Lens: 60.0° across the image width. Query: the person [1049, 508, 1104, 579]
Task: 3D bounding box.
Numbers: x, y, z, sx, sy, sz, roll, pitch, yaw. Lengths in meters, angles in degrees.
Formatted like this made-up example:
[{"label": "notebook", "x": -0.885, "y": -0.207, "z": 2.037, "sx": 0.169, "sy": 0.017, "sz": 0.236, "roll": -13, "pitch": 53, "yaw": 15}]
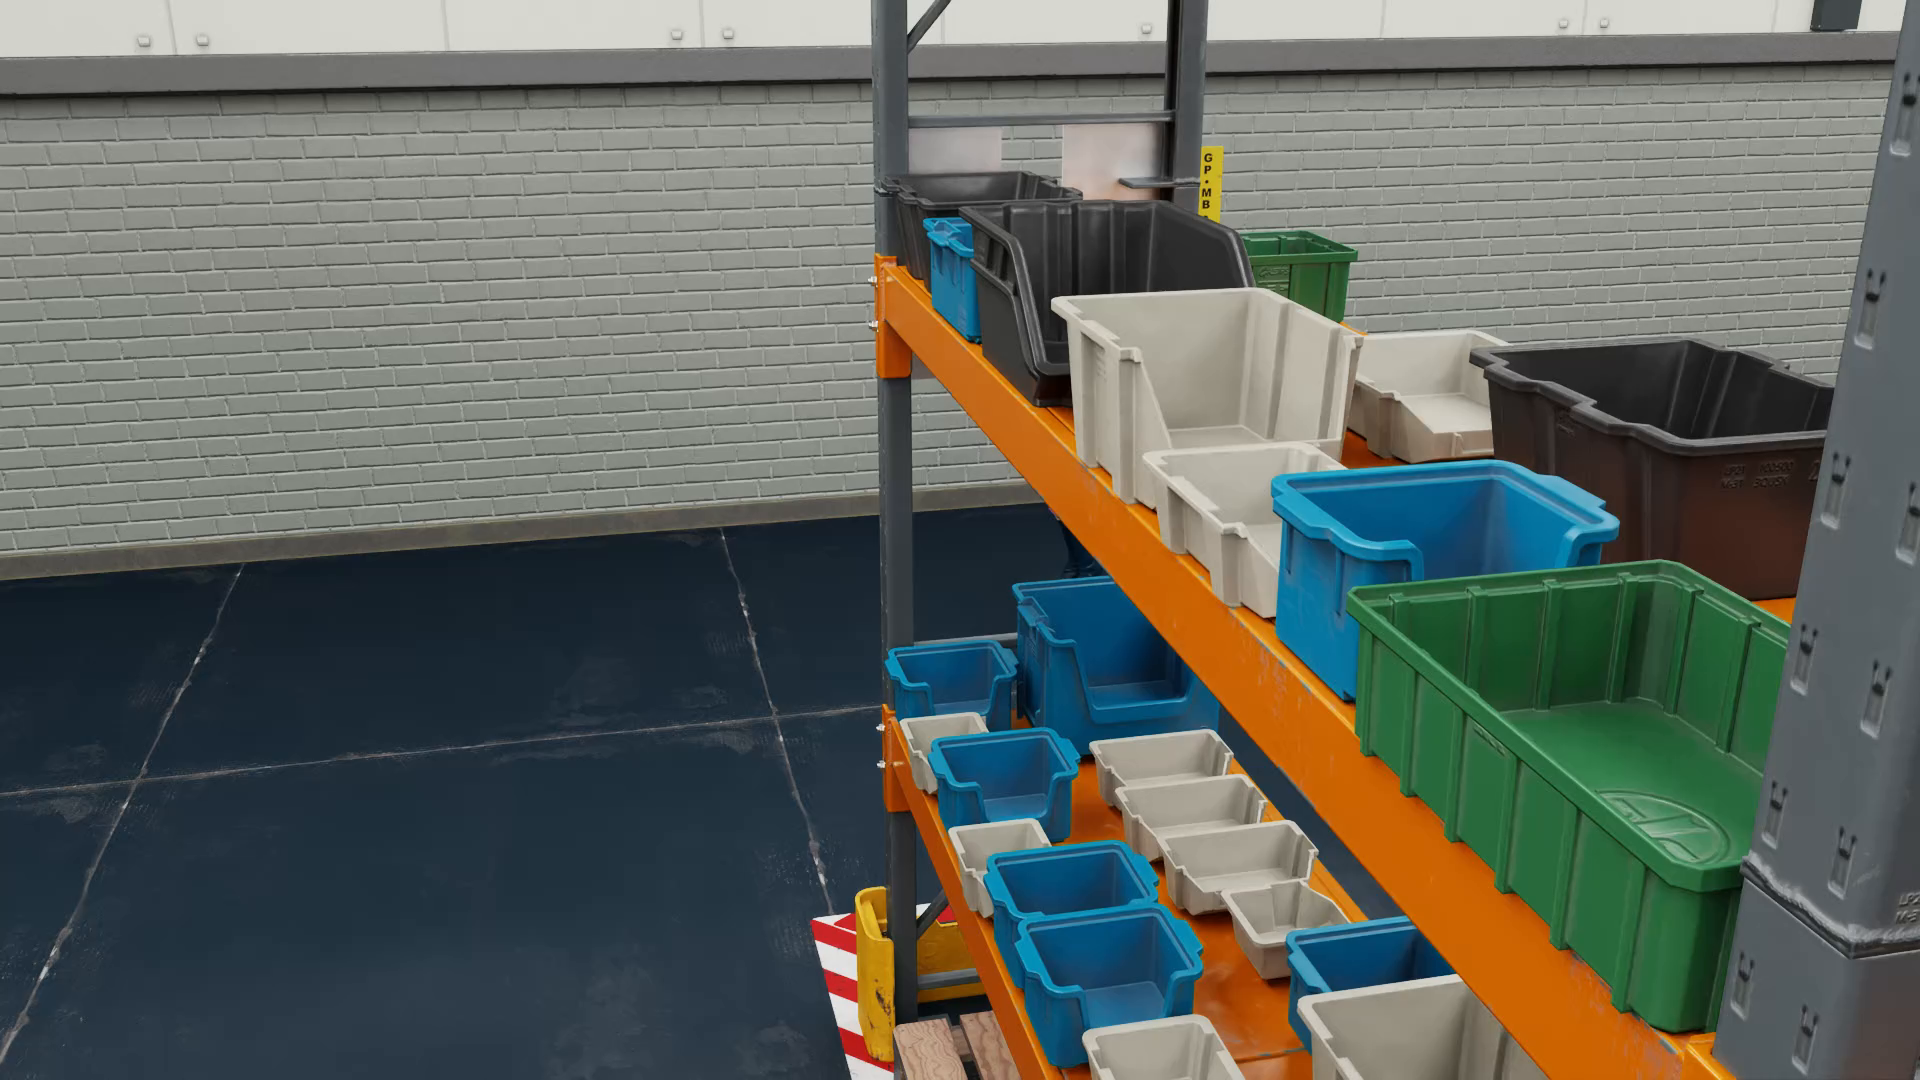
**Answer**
[{"label": "person", "x": 0.657, "y": -0.068, "z": 9.070, "sx": 0.338, "sy": 1.392, "sz": 0.460, "roll": -4, "pitch": 20, "yaw": -12}]
